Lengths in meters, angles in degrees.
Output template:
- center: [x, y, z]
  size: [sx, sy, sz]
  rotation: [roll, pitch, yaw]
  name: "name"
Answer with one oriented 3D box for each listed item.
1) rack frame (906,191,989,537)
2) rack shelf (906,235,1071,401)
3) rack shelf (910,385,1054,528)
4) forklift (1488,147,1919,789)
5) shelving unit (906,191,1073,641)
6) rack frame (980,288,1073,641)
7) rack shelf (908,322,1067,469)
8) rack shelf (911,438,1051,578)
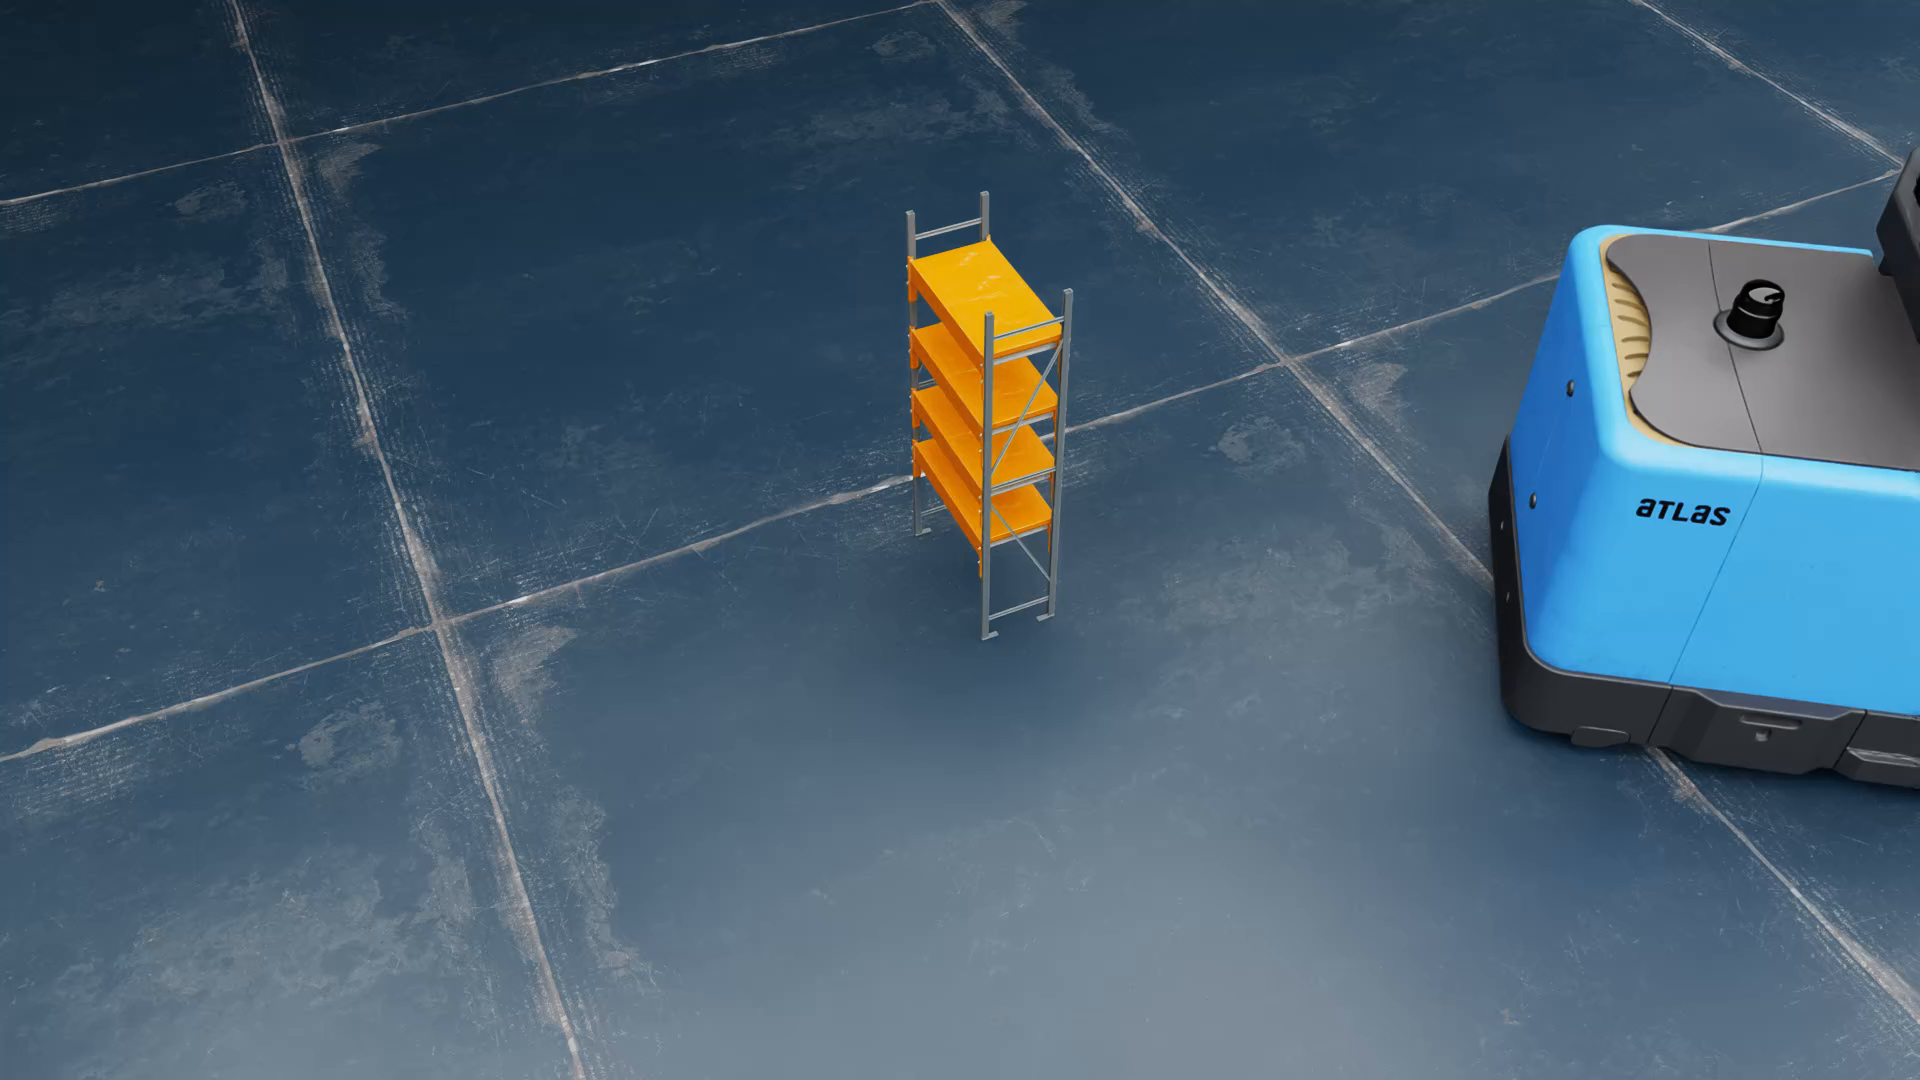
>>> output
- center: [-0.033, -0.477, 4.879]
  size: [0.240, 1.200, 0.015]
  rotation: [-18, 47, -17]
  name: "rack frame"
- center: [0.070, -0.601, 4.446]
  size: [0.258, 0.148, 0.480]
  rotation: [-18, 47, -17]
  name: "rack shelf"
- center: [0.070, -0.274, 4.769]
  size: [0.258, 0.148, 0.480]
  rotation: [-18, 47, -17]
  name: "rack shelf"
- center: [3.098, -0.653, 3.825]
  size: [3.031, 2.935, 1.130]
  rotation: [7, 45, 7]
  name: "forklift"
- center: [0.070, -0.322, 4.722]
  size: [0.258, 1.200, 0.503]
  rotation: [-18, 47, -17]
  name: "shelving unit"
- center: [0.172, -0.166, 4.564]
  size: [0.240, 1.200, 0.015]
  rotation: [-18, 47, -17]
  name: "rack frame"
- center: [0.070, -0.433, 4.612]
  size: [0.258, 0.148, 0.480]
  rotation: [-18, 47, -17]
  name: "rack shelf"
- center: [0.070, -0.132, 4.908]
  size: [0.258, 0.148, 0.480]
  rotation: [-18, 47, -17]
  name: "rack shelf"
